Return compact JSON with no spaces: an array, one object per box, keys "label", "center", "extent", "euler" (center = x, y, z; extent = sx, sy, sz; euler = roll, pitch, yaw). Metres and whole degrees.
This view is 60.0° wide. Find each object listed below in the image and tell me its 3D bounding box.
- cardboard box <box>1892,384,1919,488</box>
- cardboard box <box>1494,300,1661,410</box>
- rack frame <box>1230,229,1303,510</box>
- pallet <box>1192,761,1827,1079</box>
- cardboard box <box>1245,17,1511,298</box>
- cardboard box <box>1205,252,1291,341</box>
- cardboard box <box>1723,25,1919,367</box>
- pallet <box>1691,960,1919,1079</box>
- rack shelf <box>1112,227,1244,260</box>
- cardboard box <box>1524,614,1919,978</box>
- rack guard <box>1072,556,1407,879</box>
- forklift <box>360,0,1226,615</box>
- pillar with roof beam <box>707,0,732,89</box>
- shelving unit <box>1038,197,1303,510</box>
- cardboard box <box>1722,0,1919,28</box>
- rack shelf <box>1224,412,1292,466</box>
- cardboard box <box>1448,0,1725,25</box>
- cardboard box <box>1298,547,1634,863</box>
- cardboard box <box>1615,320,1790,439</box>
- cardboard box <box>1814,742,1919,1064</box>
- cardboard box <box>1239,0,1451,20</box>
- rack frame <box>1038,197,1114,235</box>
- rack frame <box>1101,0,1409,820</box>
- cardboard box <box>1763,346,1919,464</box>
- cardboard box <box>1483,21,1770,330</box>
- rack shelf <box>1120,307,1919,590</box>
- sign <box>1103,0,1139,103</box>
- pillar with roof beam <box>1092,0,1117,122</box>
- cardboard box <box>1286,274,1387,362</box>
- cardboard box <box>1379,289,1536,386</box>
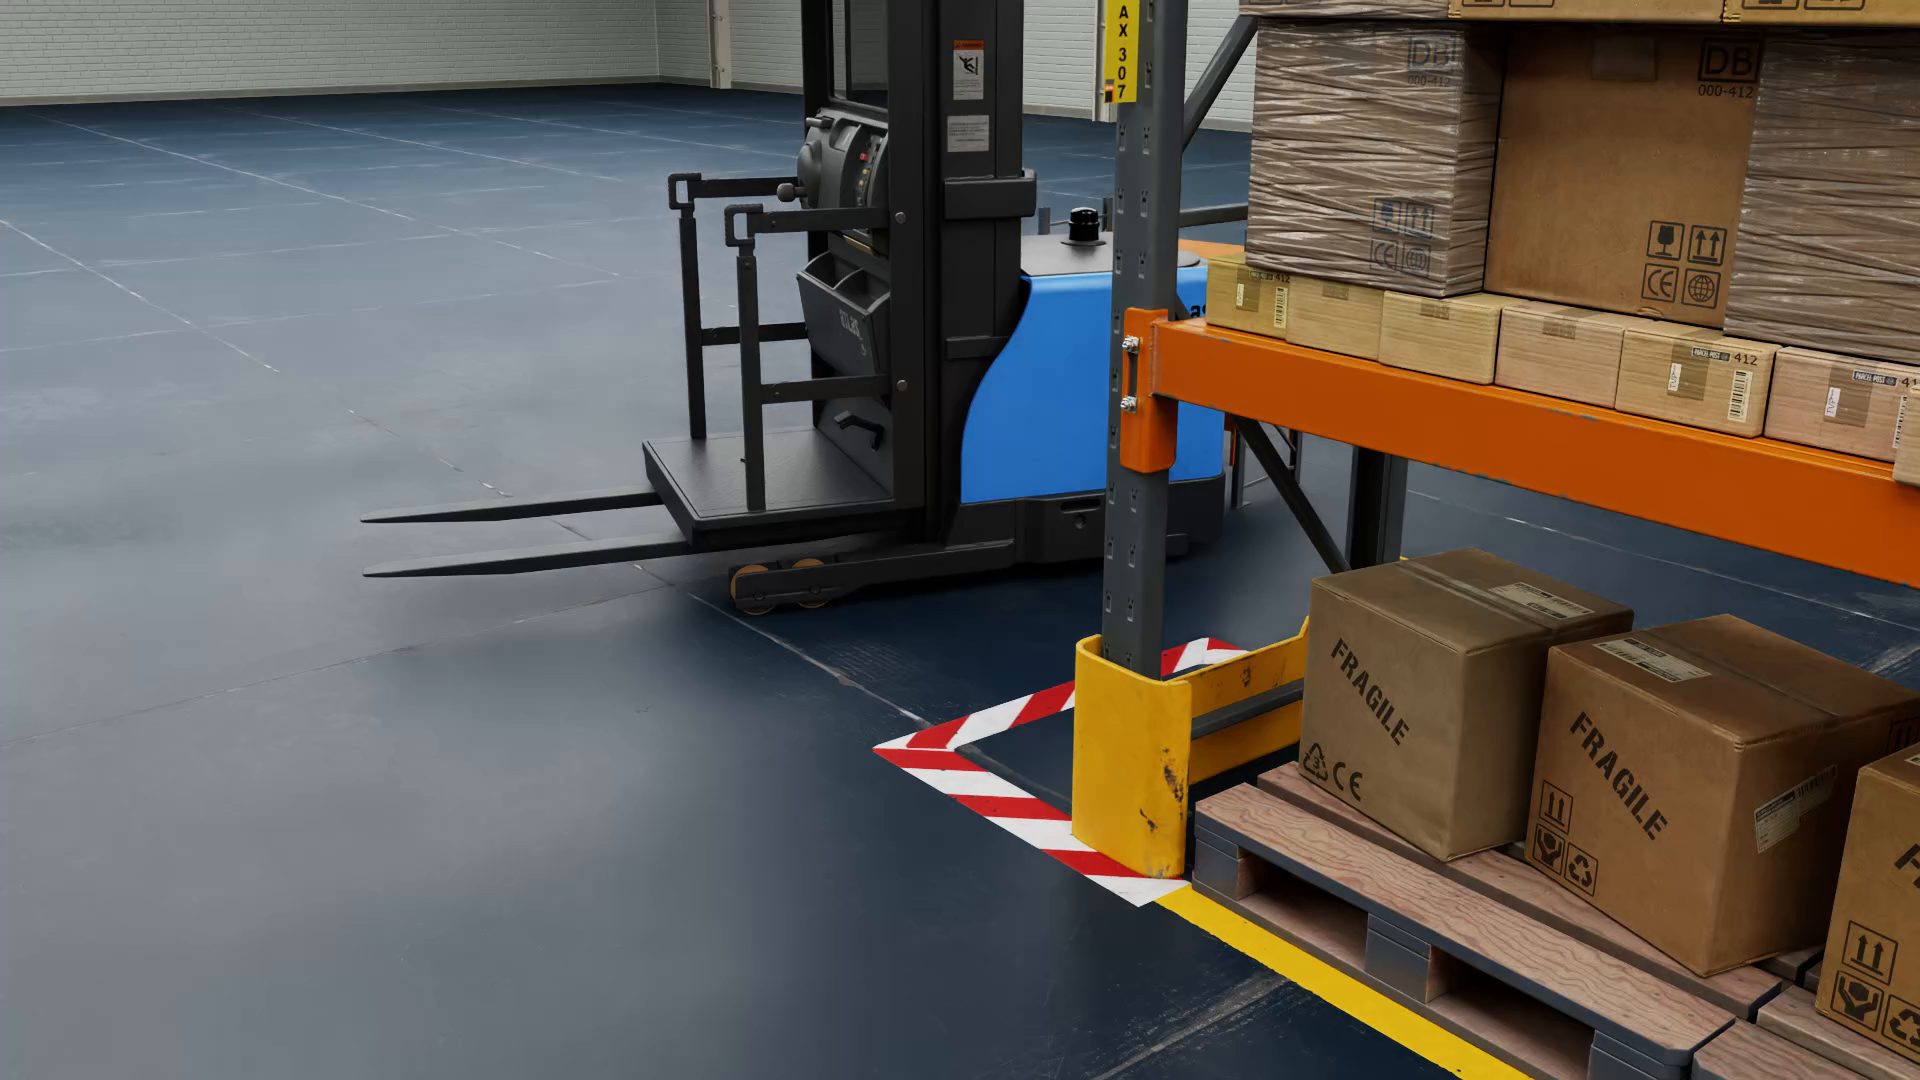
[{"label":"cardboard box","center":[1.616,-0.163,2.482],"extent":[0.380,0.149,0.250],"euler":[-14,23,-36]},{"label":"cardboard box","center":[1.216,-0.364,3.090],"extent":[0.380,0.149,0.250],"euler":[-14,23,-36]},{"label":"rack frame","center":[1.273,-0.719,6.744],"extent":[0.032,1.125,0.500],"euler":[15,24,39]},{"label":"pallet","center":[1.294,0.762,3.725],"extent":[1.003,0.211,1.213],"euler":[-14,23,-36]},{"label":"cardboard box","center":[1.090,-0.835,3.481],"extent":[0.875,0.500,0.500],"euler":[-14,23,-36]},{"label":"cardboard box","center":[0.761,-0.551,3.656],"extent":[0.380,0.149,0.250],"euler":[-14,23,-36]},{"label":"cardboard box","center":[1.772,-0.604,2.782],"extent":[0.875,0.500,0.500],"euler":[-14,23,-36]},{"label":"pallet","center":[2.048,1.063,2.818],"extent":[1.003,0.211,1.213],"euler":[-14,23,-36]},{"label":"rack shelf","center":[0.890,-1.102,6.969],"extent":[1.000,0.278,0.538],"euler":[15,24,39]},{"label":"cardboard box","center":[1.543,0.498,3.396],"extent":[0.500,0.500,0.500],"euler":[-8,20,-22]},{"label":"rack guard","center":[0.818,0.418,4.305],"extent":[1.175,0.500,0.348],"euler":[-14,23,-36]},{"label":"forklift","center":[-0.593,-1.325,5.702],"extent":[3.031,2.935,1.130],"euler":[-6,19,-19]},{"label":"pillar with roof beam","center":[-8.469,-13.084,31.561],"extent":[9.100,9.000,0.400],"euler":[-14,23,-36]},{"label":"shelving unit","center":[0.890,-0.824,7.061],"extent":[1.048,1.125,0.538],"euler":[15,24,39]},{"label":"cardboard box","center":[1.515,-1.015,2.432],"extent":[0.500,0.500,0.500],"euler":[-14,23,-36]},{"label":"rack shelf","center":[0.890,-0.592,7.138],"extent":[1.000,0.278,0.538],"euler":[15,24,39]},{"label":"cardboard box","center":[1.203,-1.137,2.803],"extent":[0.500,0.500,0.500],"euler":[-14,23,-36]},{"label":"cardboard box","center":[1.145,0.357,3.821],"extent":[0.500,0.500,0.500],"euler":[-9,20,-26]},{"label":"cardboard box","center":[1.365,-0.301,2.899],"extent":[0.380,0.149,0.250],"euler":[-14,23,-36]},{"label":"cardboard box","center":[1.917,0.656,2.919],"extent":[0.500,0.500,0.500],"euler":[-12,22,-31]},{"label":"cardboard box","center":[0.898,-1.262,3.179],"extent":[0.500,0.500,0.500],"euler":[-14,23,-36]},{"label":"rack frame","center":[0.507,-0.929,7.379],"extent":[0.032,1.125,0.500],"euler":[15,24,39]},{"label":"rack frame","center":[0.771,-0.787,3.969],"extent":[1.000,3.000,0.127],"euler":[-14,23,-36]},{"label":"cardboard box","center":[1.542,-0.245,2.729],"extent":[0.380,0.149,0.250],"euler":[-14,23,-36]},{"label":"cardboard box","center":[1.495,-0.735,3.179],"extent":[0.875,0.500,0.500],"euler":[-14,23,-36]},{"label":"rack shelf","center":[2.012,0.047,2.593],"extent":[1.077,0.370,4.000],"euler":[-14,23,-36]},{"label":"sign","center":[0.345,-1.092,3.513],"extent":[0.100,0.325,0.005],"euler":[-14,23,-36]},{"label":"pillar with roof beam","center":[-1.019,-10.127,22.631],"extent":[9.100,9.000,0.400],"euler":[-14,23,-36]},{"label":"cardboard box","center":[0.901,-0.486,3.458],"extent":[0.380,0.149,0.250],"euler":[-14,23,-36]},{"label":"cardboard box","center":[1.044,-0.422,3.263],"extent":[0.380,0.149,0.250],"euler":[-14,23,-36]}]
